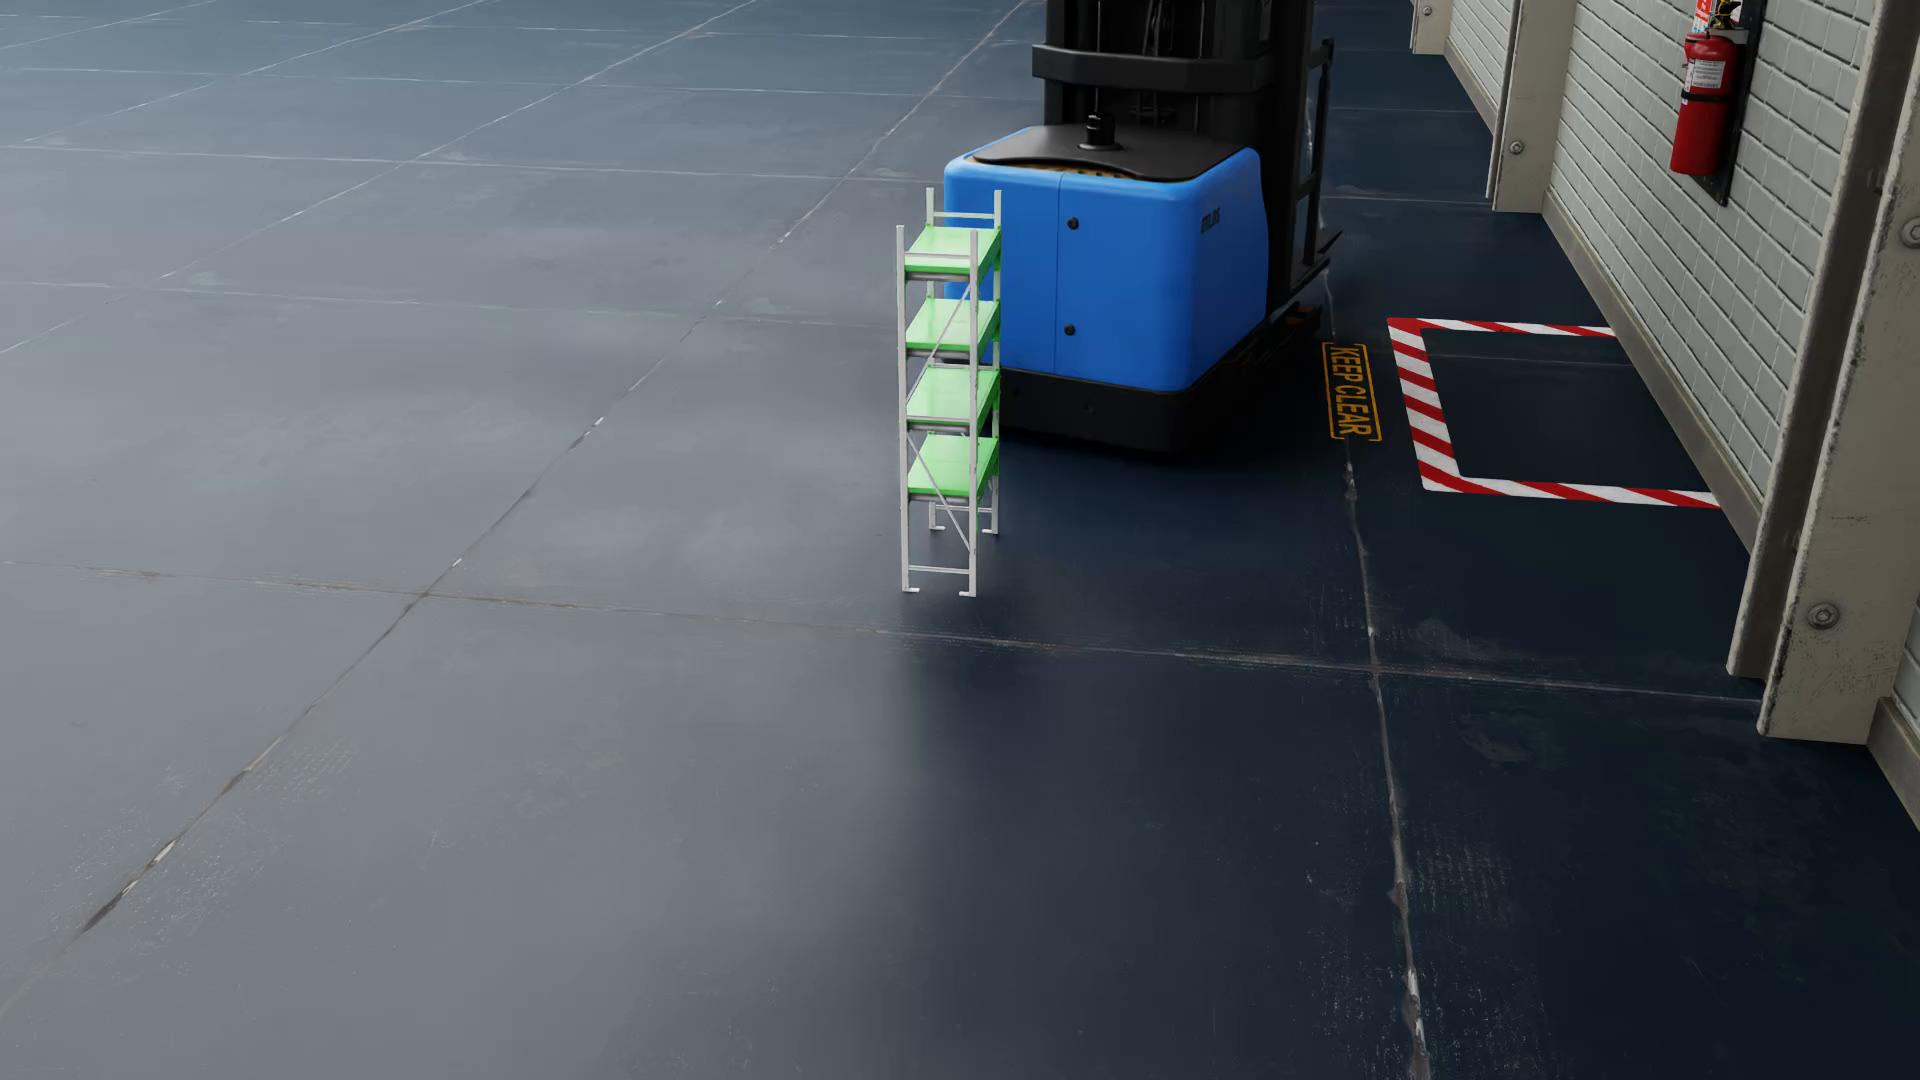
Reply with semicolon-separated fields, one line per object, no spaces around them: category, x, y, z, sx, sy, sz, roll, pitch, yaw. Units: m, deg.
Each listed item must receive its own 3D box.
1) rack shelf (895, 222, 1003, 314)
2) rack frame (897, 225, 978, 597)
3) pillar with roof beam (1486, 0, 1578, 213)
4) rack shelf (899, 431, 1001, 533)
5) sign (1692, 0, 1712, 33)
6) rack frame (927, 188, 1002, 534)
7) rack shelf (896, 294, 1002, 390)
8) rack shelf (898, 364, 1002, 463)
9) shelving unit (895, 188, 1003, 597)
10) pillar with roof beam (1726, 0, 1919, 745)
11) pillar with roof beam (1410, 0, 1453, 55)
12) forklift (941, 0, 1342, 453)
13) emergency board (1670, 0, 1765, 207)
rack shelf;-0.027;-0.851;5.171;0.258;0.148;0.480;4;25;9
rack frame;-0.067;-0.372;5.130;0.240;1.200;0.015;4;25;9
pillar with roof beam;-0.868;-6.415;8.839;9.100;9.000;0.400;4;25;9
rack shelf;-0.027;-0.199;5.477;0.258;0.148;0.480;4;25;9
sign;3.032;-2.161;6.786;0.001;0.329;0.234;4;25;9
rack frame;0.013;-0.576;5.566;0.240;1.200;0.015;4;25;9
rack shelf;-0.027;-0.634;5.273;0.258;0.148;0.480;4;25;9
rack shelf;-0.027;-0.416;5.375;0.258;0.148;0.480;4;25;9
shelving unit;-0.027;-0.474;5.348;0.258;1.200;0.503;4;25;9
pillar with roof beam;-1.849;-3.905;3.478;9.100;9.000;0.400;4;25;9
pillar with roof beam;0.112;-8.924;14.200;9.100;9.000;0.400;4;25;9
forklift;1.029;-2.249;7.098;1.130;2.935;3.031;12;28;24
emergency board;2.840;-1.921;6.315;0.194;1.169;0.643;4;25;9
